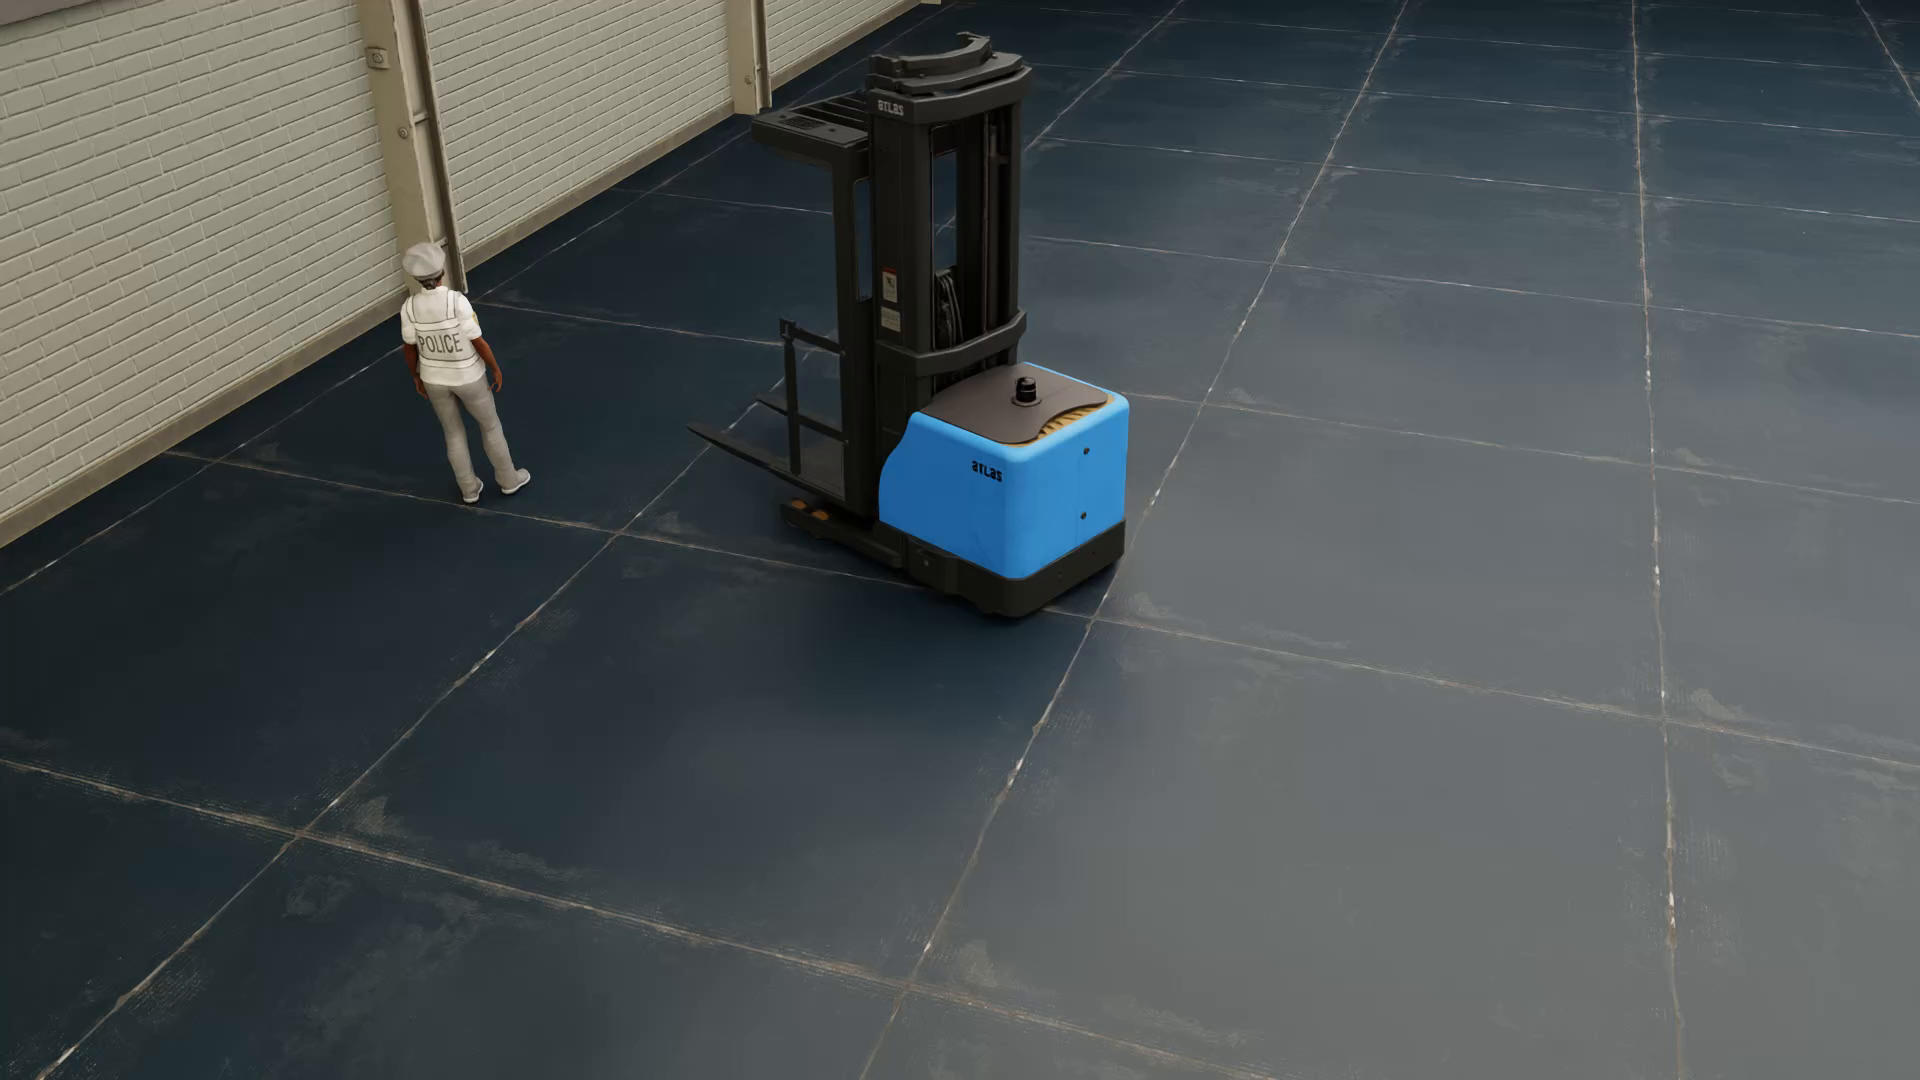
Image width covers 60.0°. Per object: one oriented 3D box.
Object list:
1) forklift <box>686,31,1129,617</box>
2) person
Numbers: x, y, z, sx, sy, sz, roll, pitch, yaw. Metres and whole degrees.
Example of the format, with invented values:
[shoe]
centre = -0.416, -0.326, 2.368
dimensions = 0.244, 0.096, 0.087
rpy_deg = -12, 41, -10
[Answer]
[forklift]
centre = -0.465, -1.456, 9.691
dimensions = 3.031, 2.935, 1.130
rpy_deg = 24, 38, 36
[person]
centre = -3.062, -1.027, 10.174
dimensions = 0.567, 1.692, 0.531
rpy_deg = 0, 30, 0
